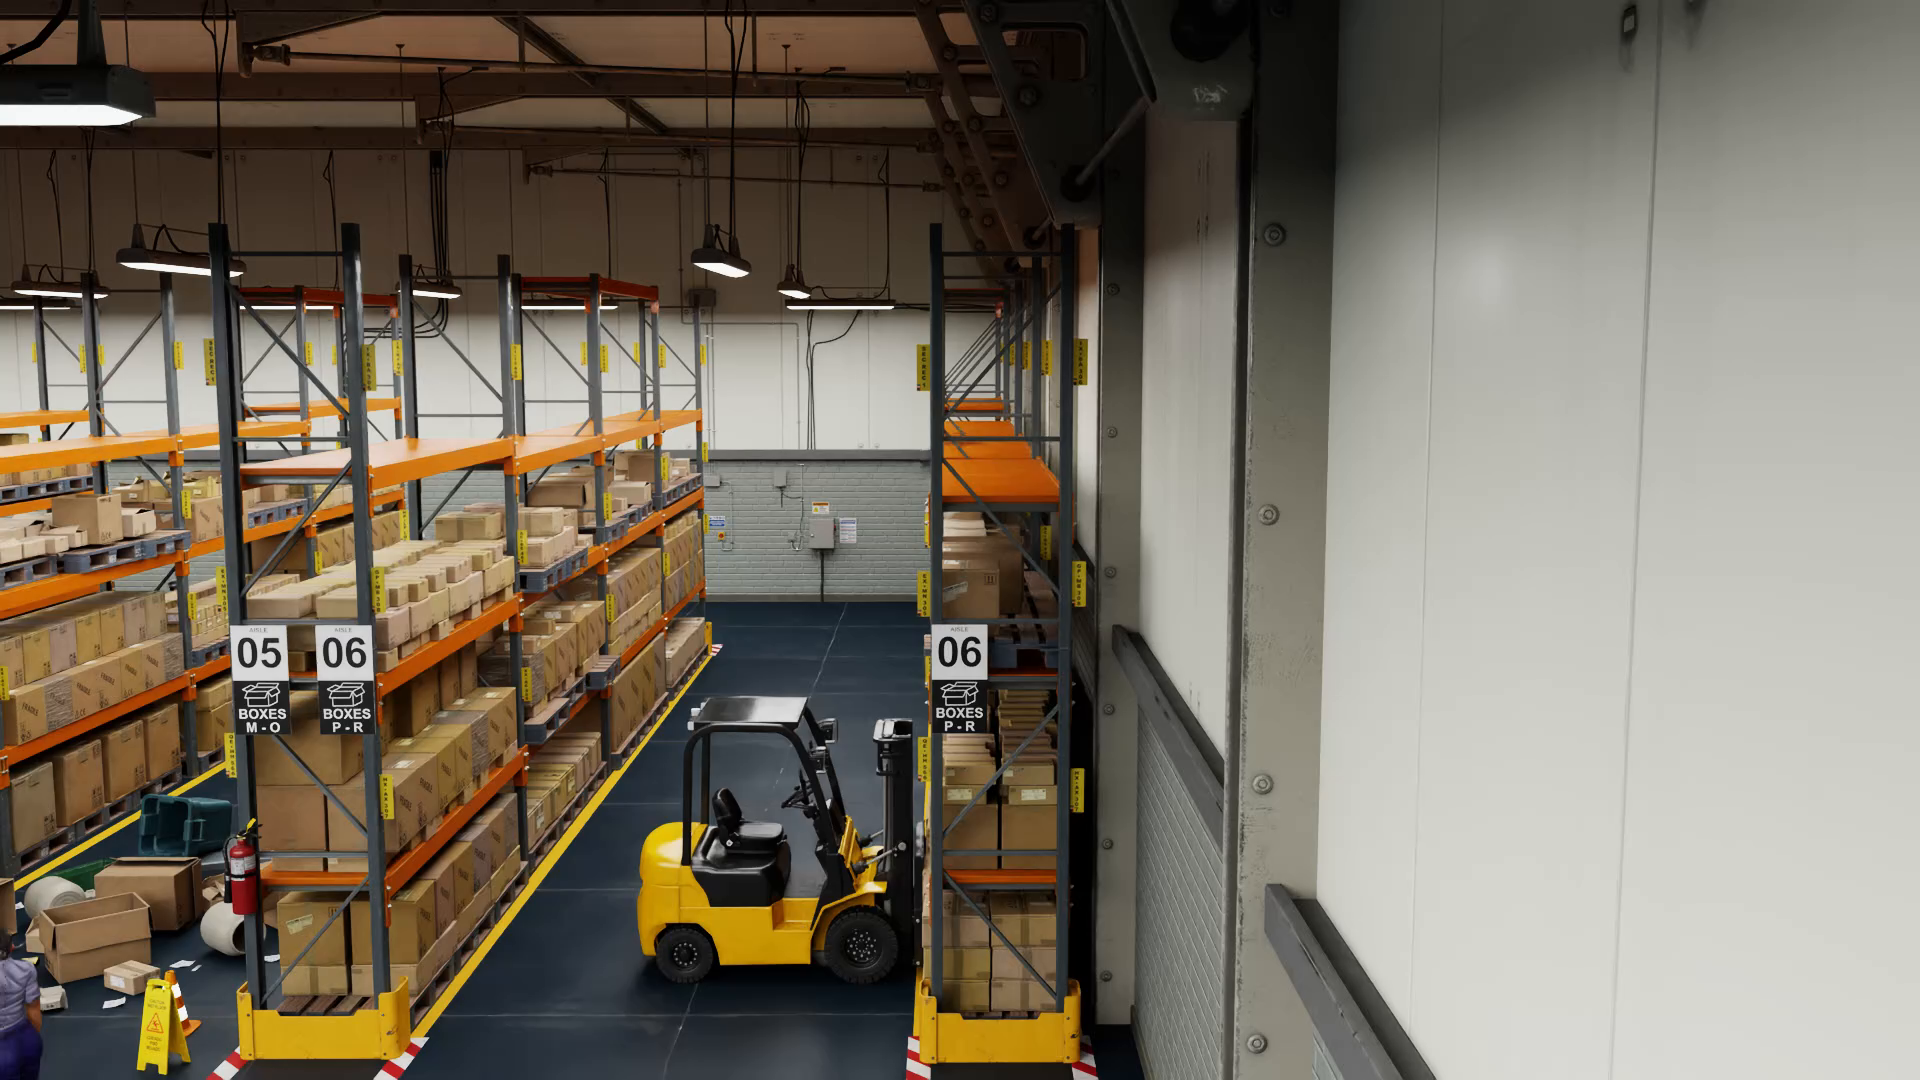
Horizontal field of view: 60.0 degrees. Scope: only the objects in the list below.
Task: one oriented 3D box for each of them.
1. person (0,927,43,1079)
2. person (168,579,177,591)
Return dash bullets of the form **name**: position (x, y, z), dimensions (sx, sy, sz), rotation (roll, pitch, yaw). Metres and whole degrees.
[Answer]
- **person**: position (-5.853, 3.181, 10.170), dimensions (0.377, 1.679, 0.522), rotation (1, 7, 9)
- **person**: position (-11.750, 1.395, 25.106), dimensions (0.375, 1.677, 0.549), rotation (-2, 7, -19)
